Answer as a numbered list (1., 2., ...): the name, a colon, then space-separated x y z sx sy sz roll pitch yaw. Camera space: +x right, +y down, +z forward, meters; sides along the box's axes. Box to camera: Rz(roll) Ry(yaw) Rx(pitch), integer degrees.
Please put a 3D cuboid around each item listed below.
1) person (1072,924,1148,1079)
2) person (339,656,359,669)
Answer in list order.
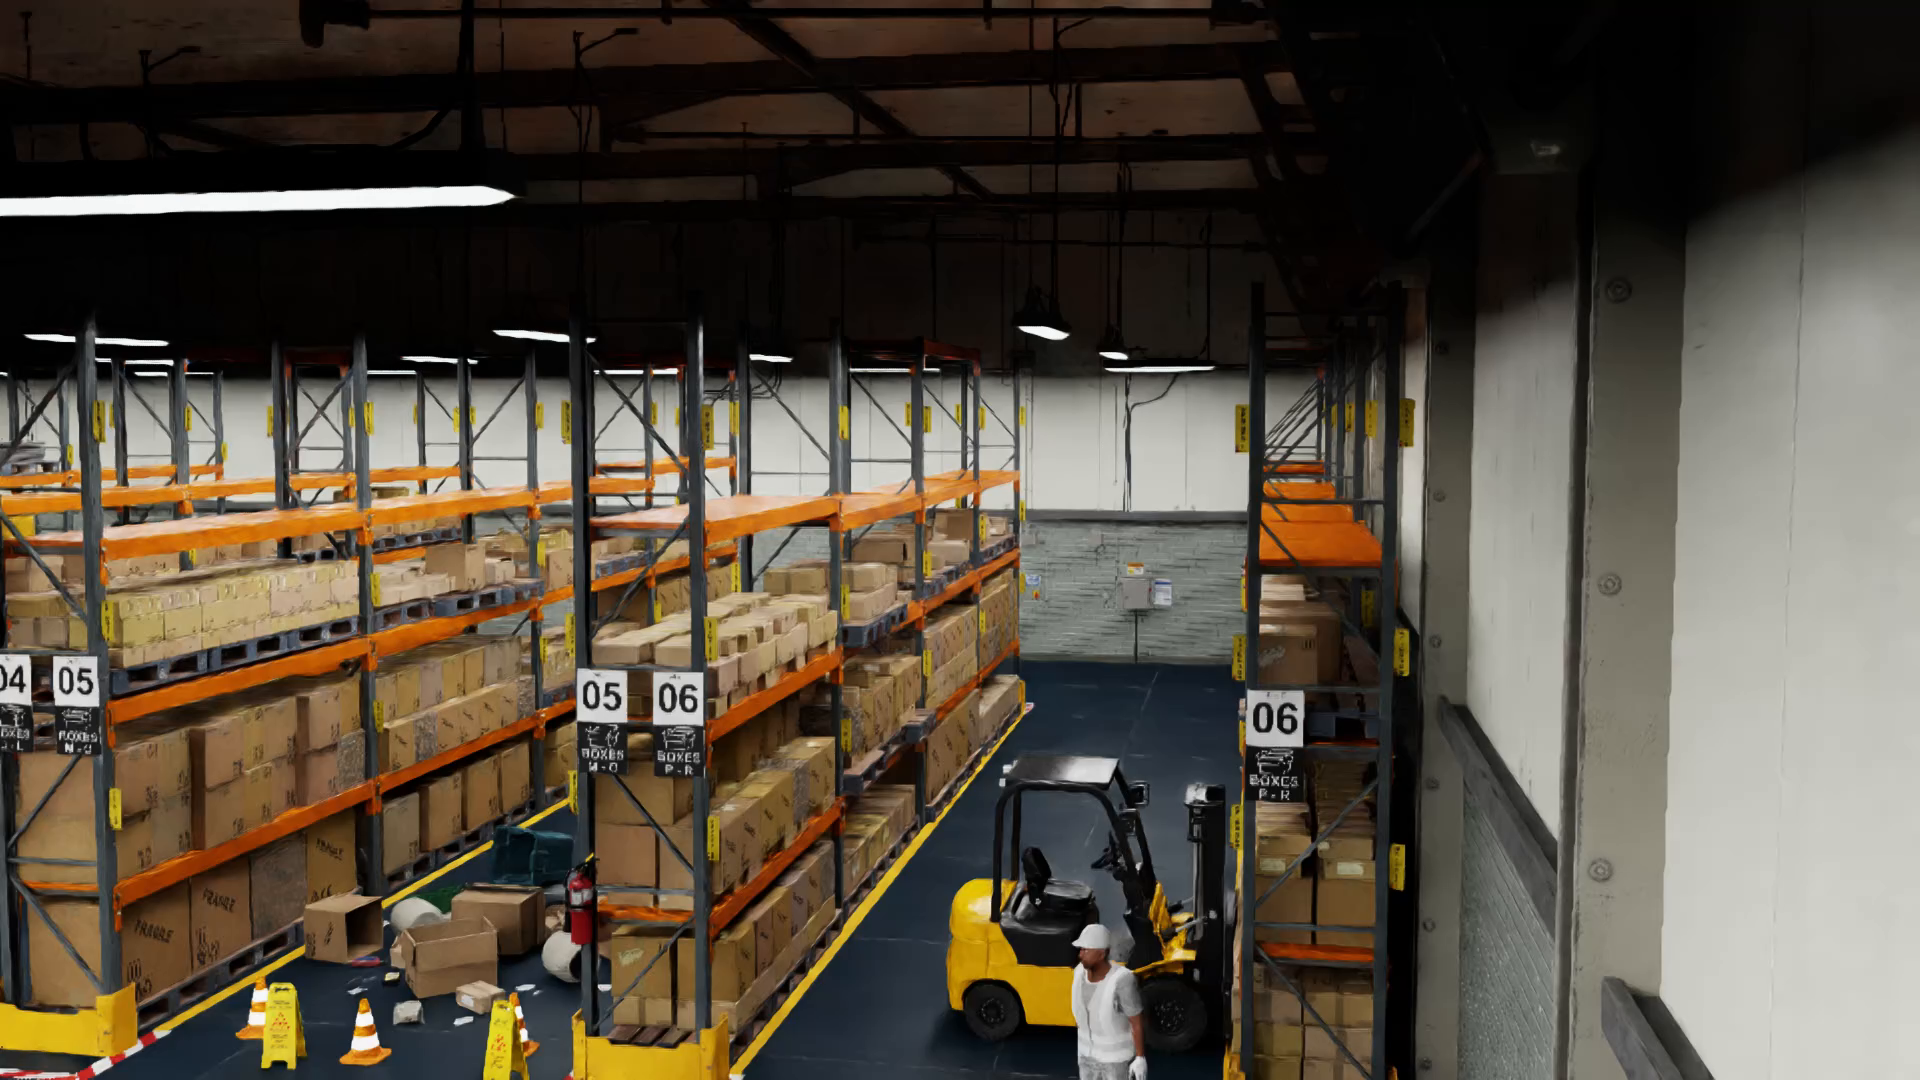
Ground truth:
1. person: 1.017 3.399 11.003 0.574 1.778 0.603 -4 6 -43
2. person: -8.589 2.424 23.463 0.375 1.683 0.570 -1 5 -12
